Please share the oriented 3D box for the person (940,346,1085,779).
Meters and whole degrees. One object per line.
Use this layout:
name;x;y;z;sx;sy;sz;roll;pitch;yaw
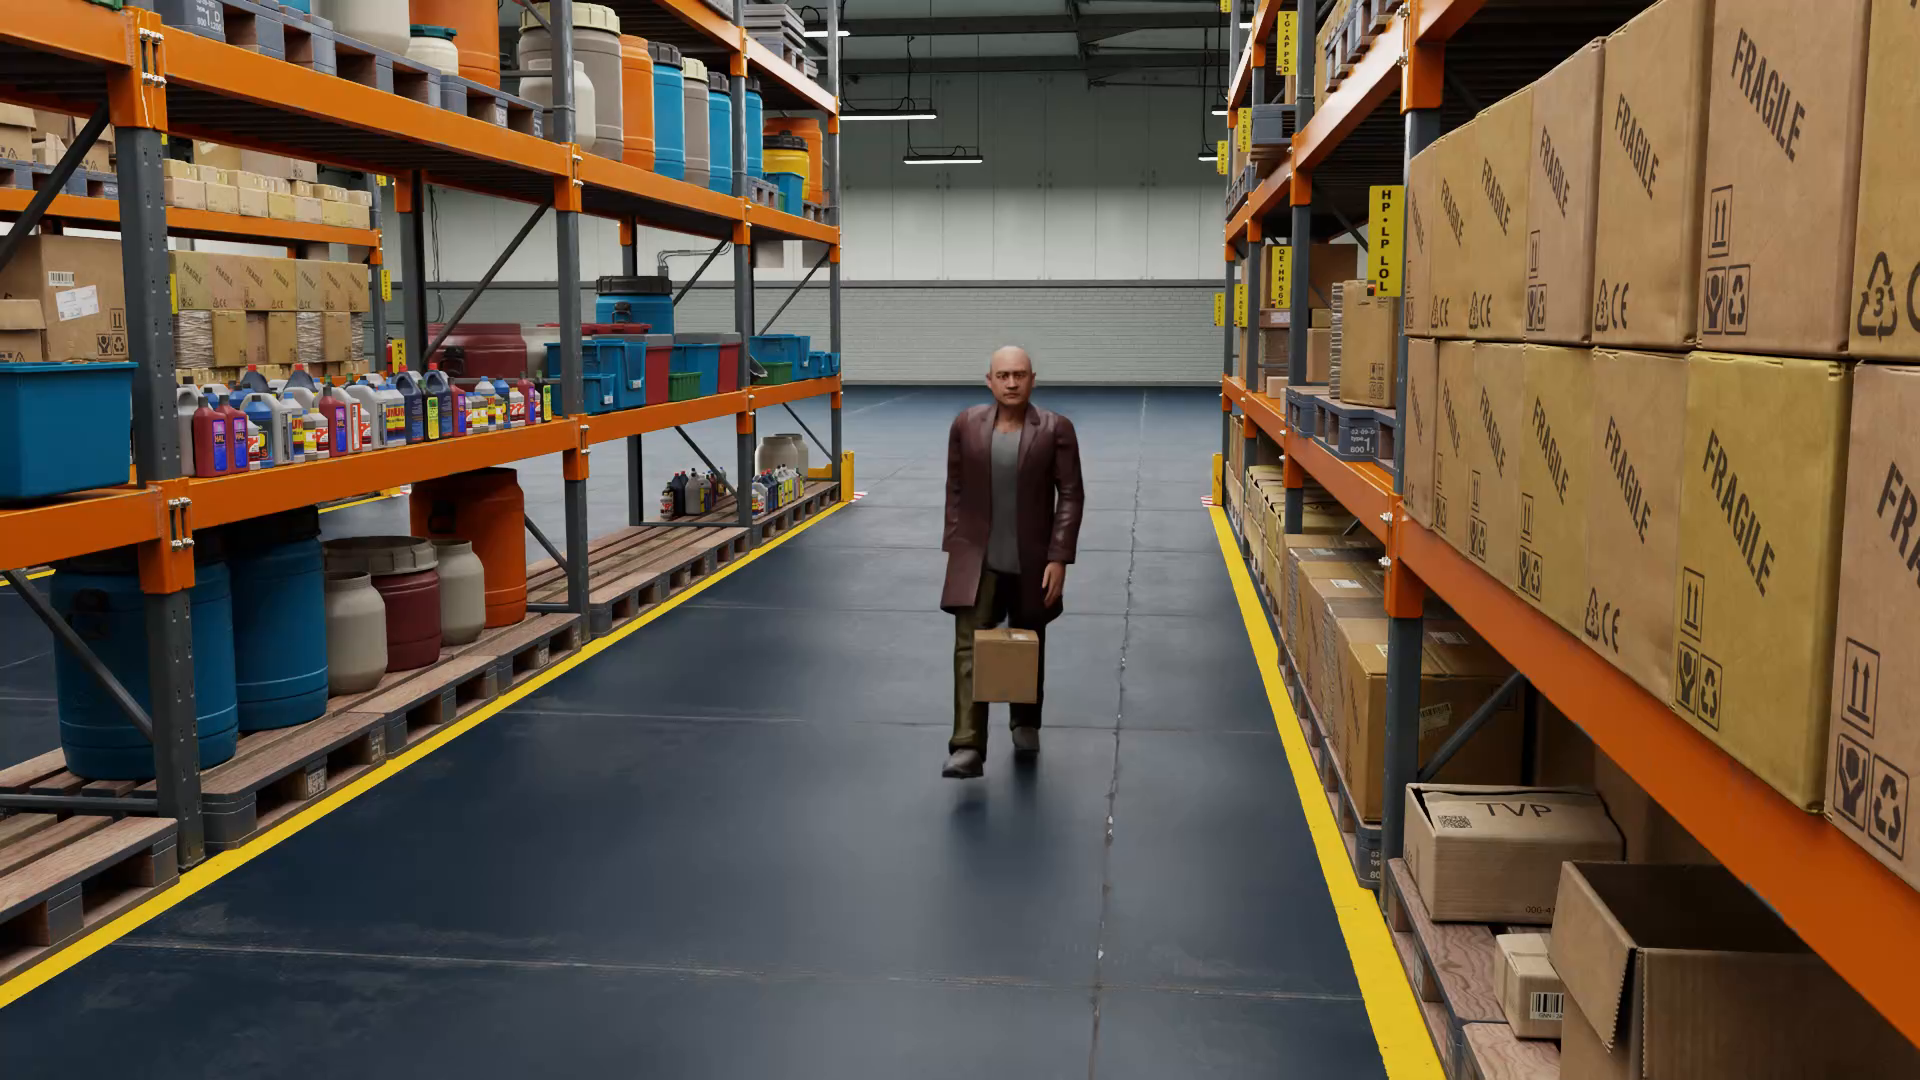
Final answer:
person;0.202;0.084;6.703;0.591;1.723;1.102;1;7;5
